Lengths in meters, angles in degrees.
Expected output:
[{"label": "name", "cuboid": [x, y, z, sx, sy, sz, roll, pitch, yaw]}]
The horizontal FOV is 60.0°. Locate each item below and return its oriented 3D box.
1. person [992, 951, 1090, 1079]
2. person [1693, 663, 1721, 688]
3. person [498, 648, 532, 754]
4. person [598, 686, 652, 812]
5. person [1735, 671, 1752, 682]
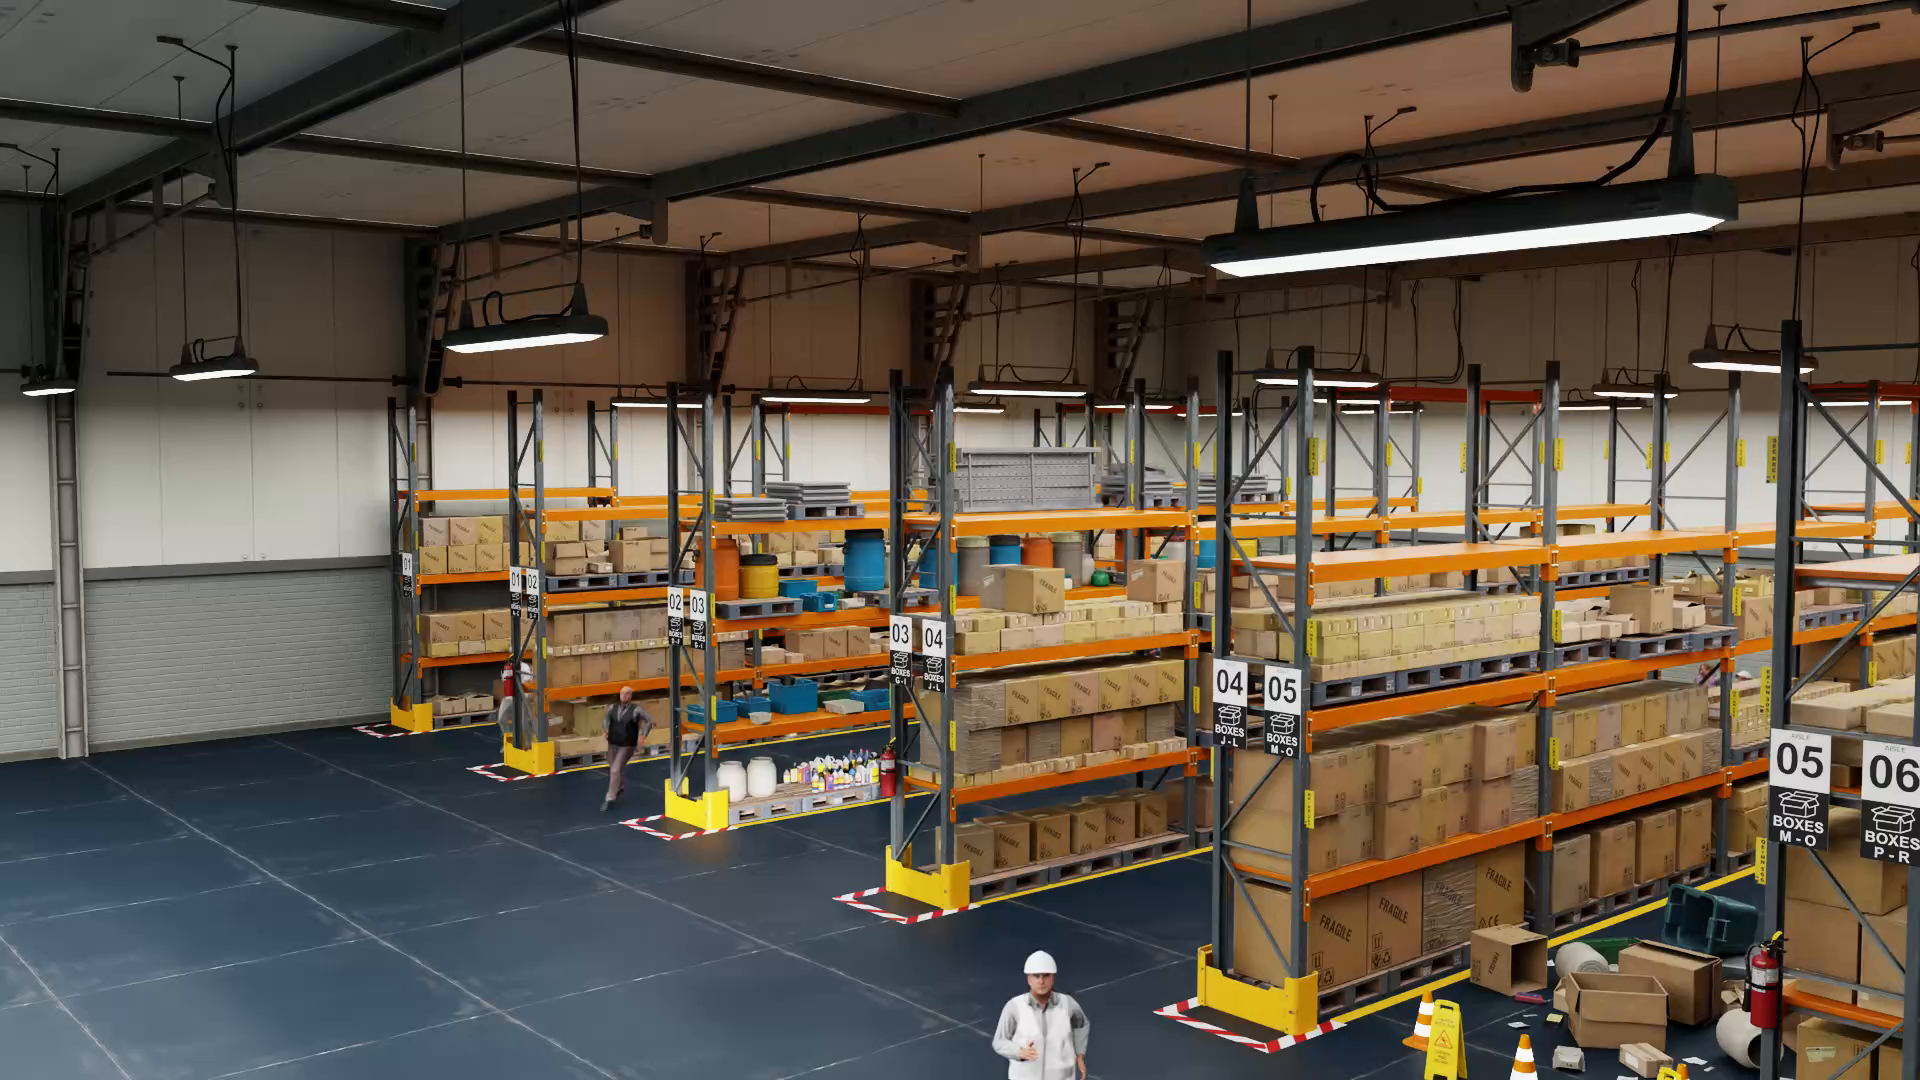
[{"label": "person", "cuboid": [0.529, 3.610, 11.047, 0.629, 1.756, 0.971, 0, 3, 2]}, {"label": "person", "cuboid": [12.306, 2.809, 27.369, 0.580, 1.581, 0.748, 2, 4, 32]}, {"label": "person", "cuboid": [-7.437, 2.669, 27.779, 0.674, 1.819, 0.714, 2, 4, 31]}, {"label": "person", "cuboid": [-4.795, 2.939, 23.589, 0.728, 1.739, 0.843, 1, 4, 19]}, {"label": "person", "cuboid": [11.807, 2.838, 25.009, 0.652, 1.740, 0.698, -2, 4, -33]}]
